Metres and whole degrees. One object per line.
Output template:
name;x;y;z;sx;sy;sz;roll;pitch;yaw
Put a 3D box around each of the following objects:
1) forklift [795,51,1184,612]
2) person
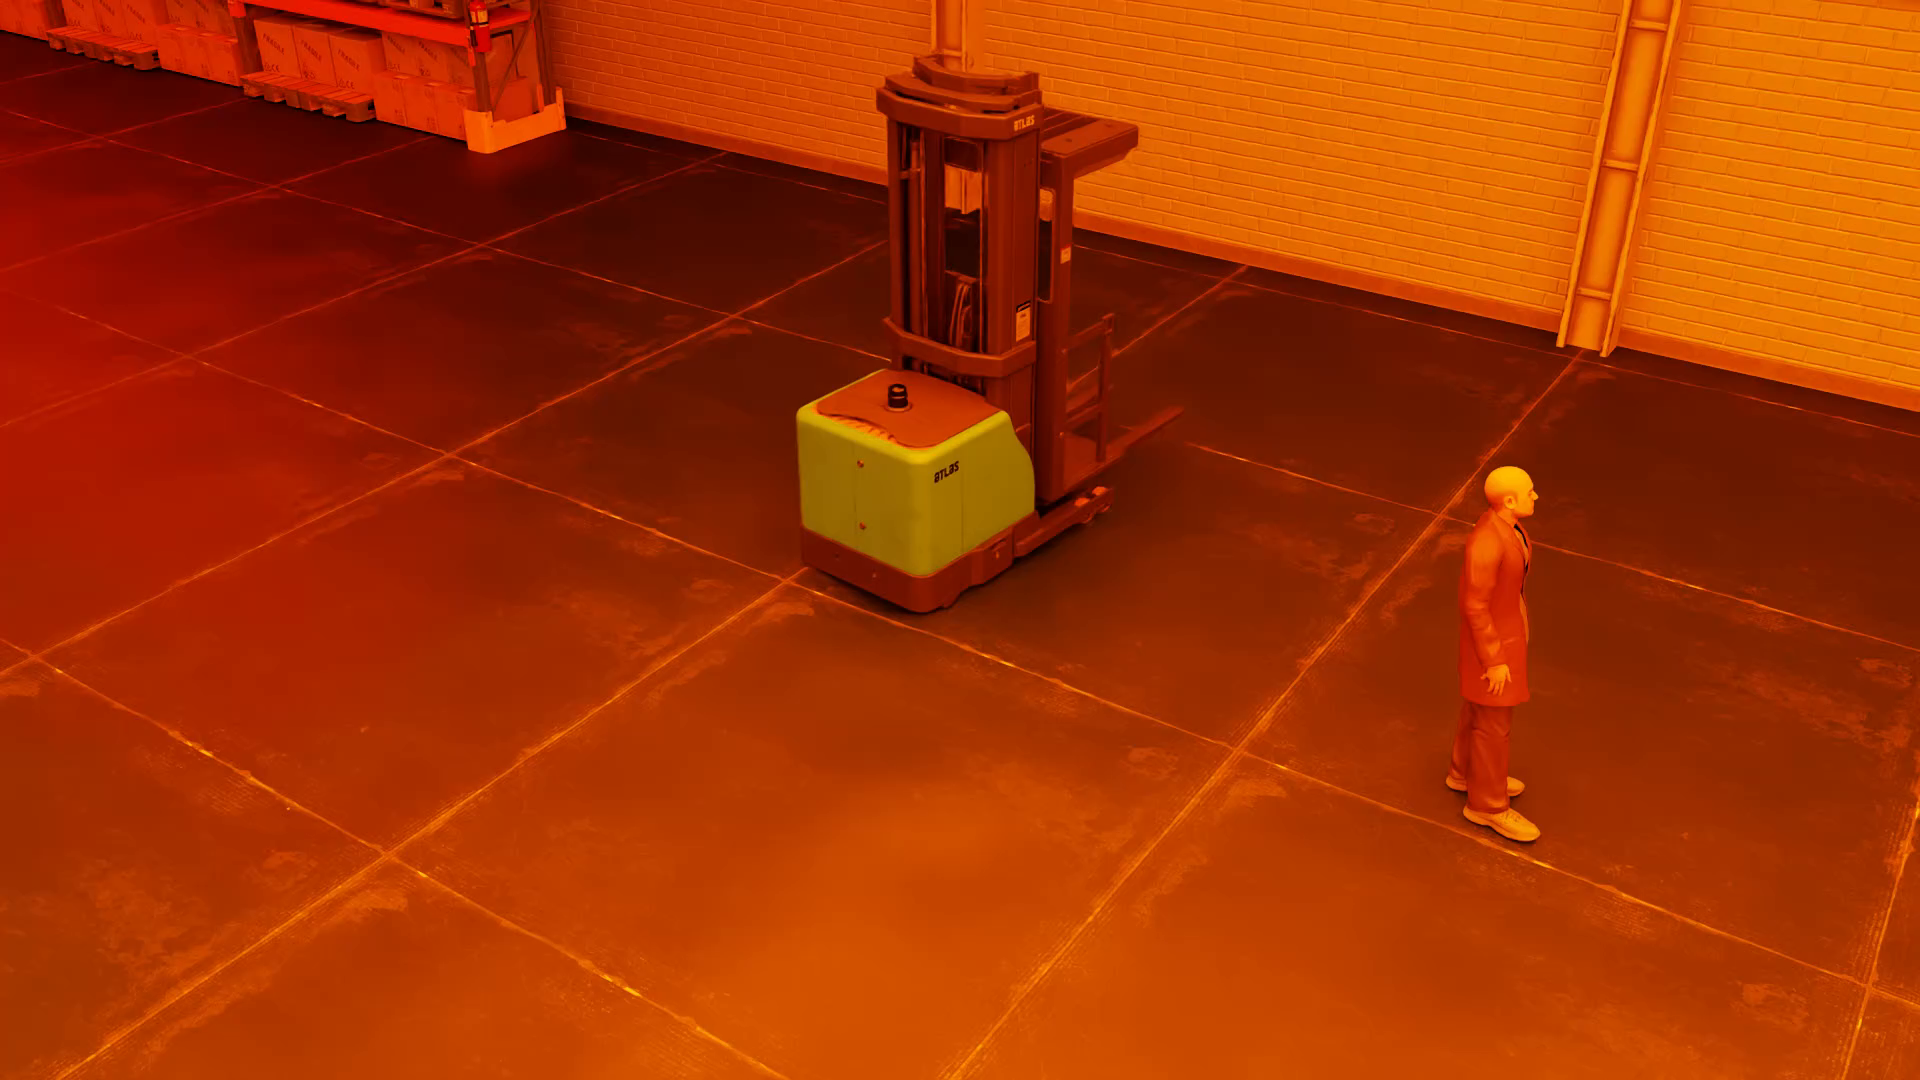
forklift;0.350;-1.517;10.193;1.130;2.935;3.031;23;37;33
person;2.619;0.495;7.862;0.582;1.776;0.695;12;32;20
